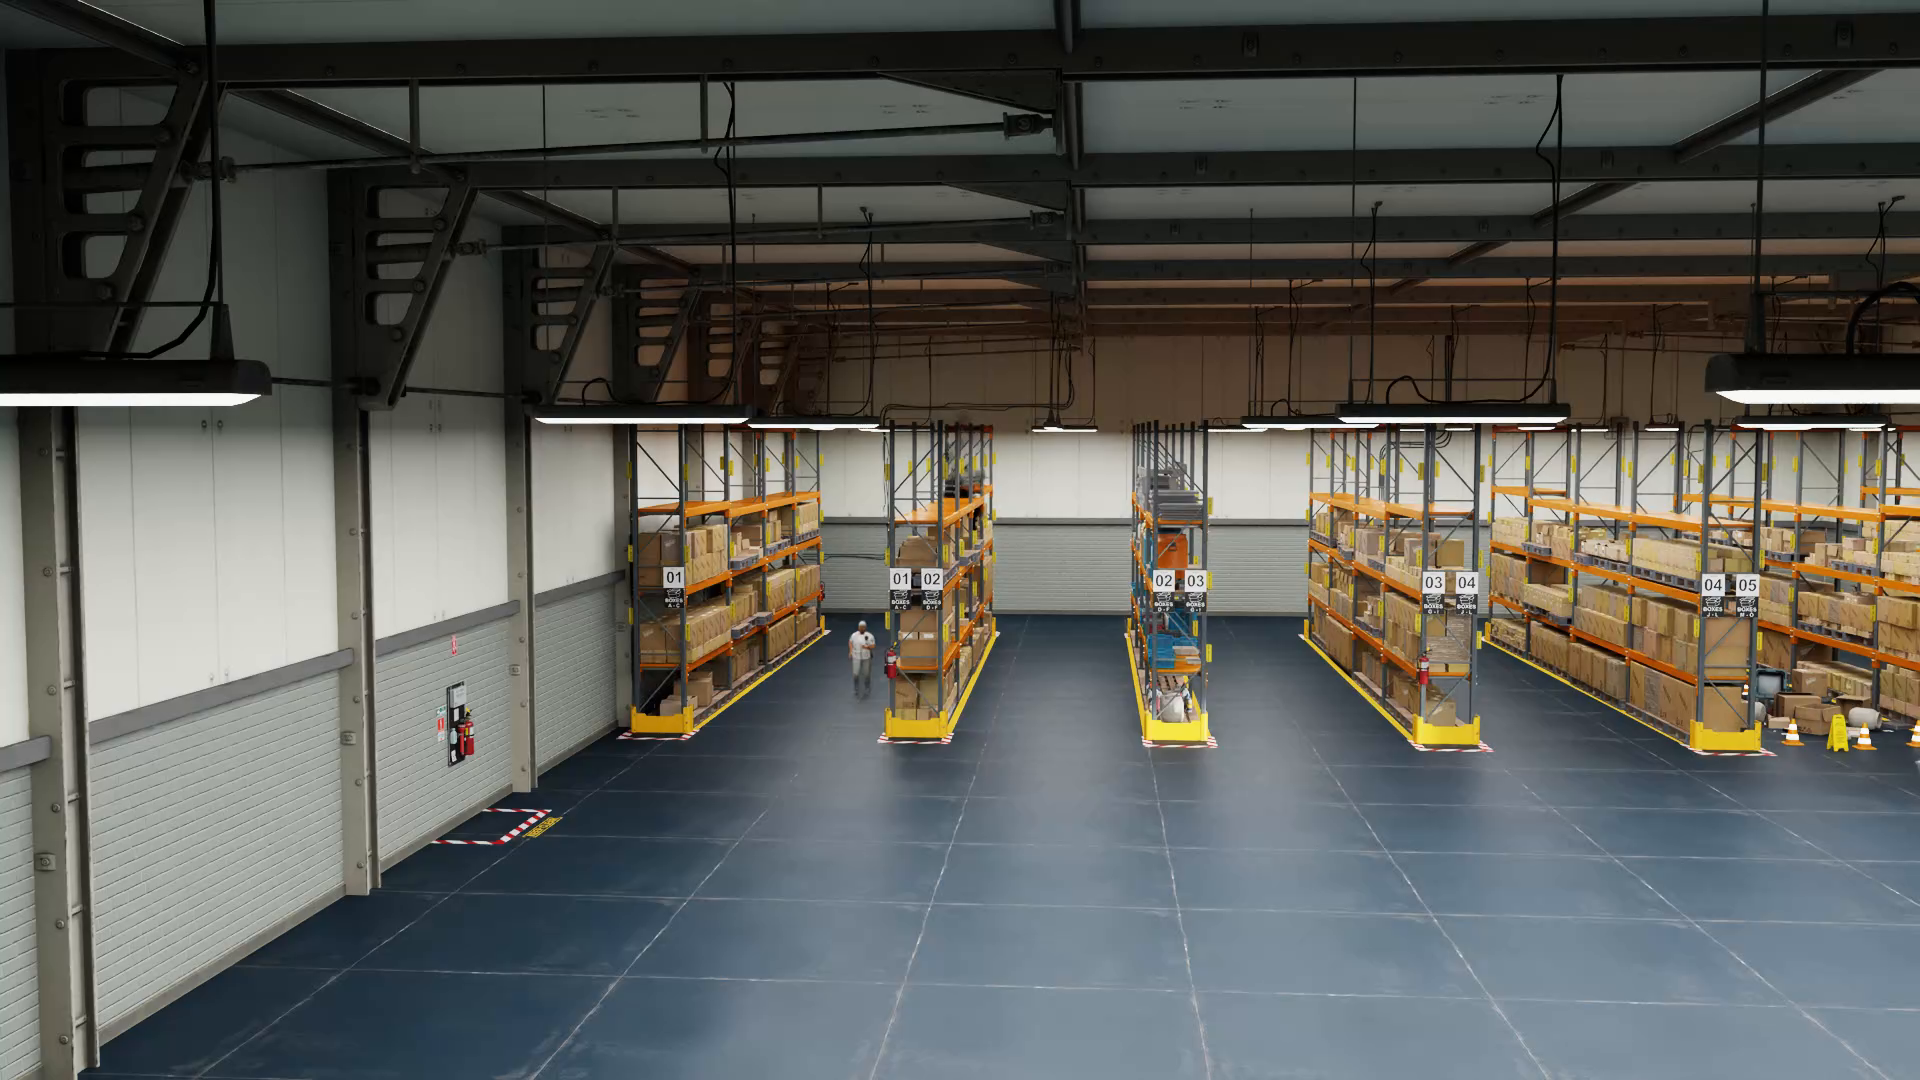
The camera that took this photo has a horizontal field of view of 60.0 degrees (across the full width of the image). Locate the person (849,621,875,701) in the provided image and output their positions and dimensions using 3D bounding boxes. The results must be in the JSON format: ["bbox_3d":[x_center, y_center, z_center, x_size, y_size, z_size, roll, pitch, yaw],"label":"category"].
[{"bbox_3d":[-2.123,2.616,36.056,0.582,1.732,0.759,0,4,-1],"label":"person"}]
